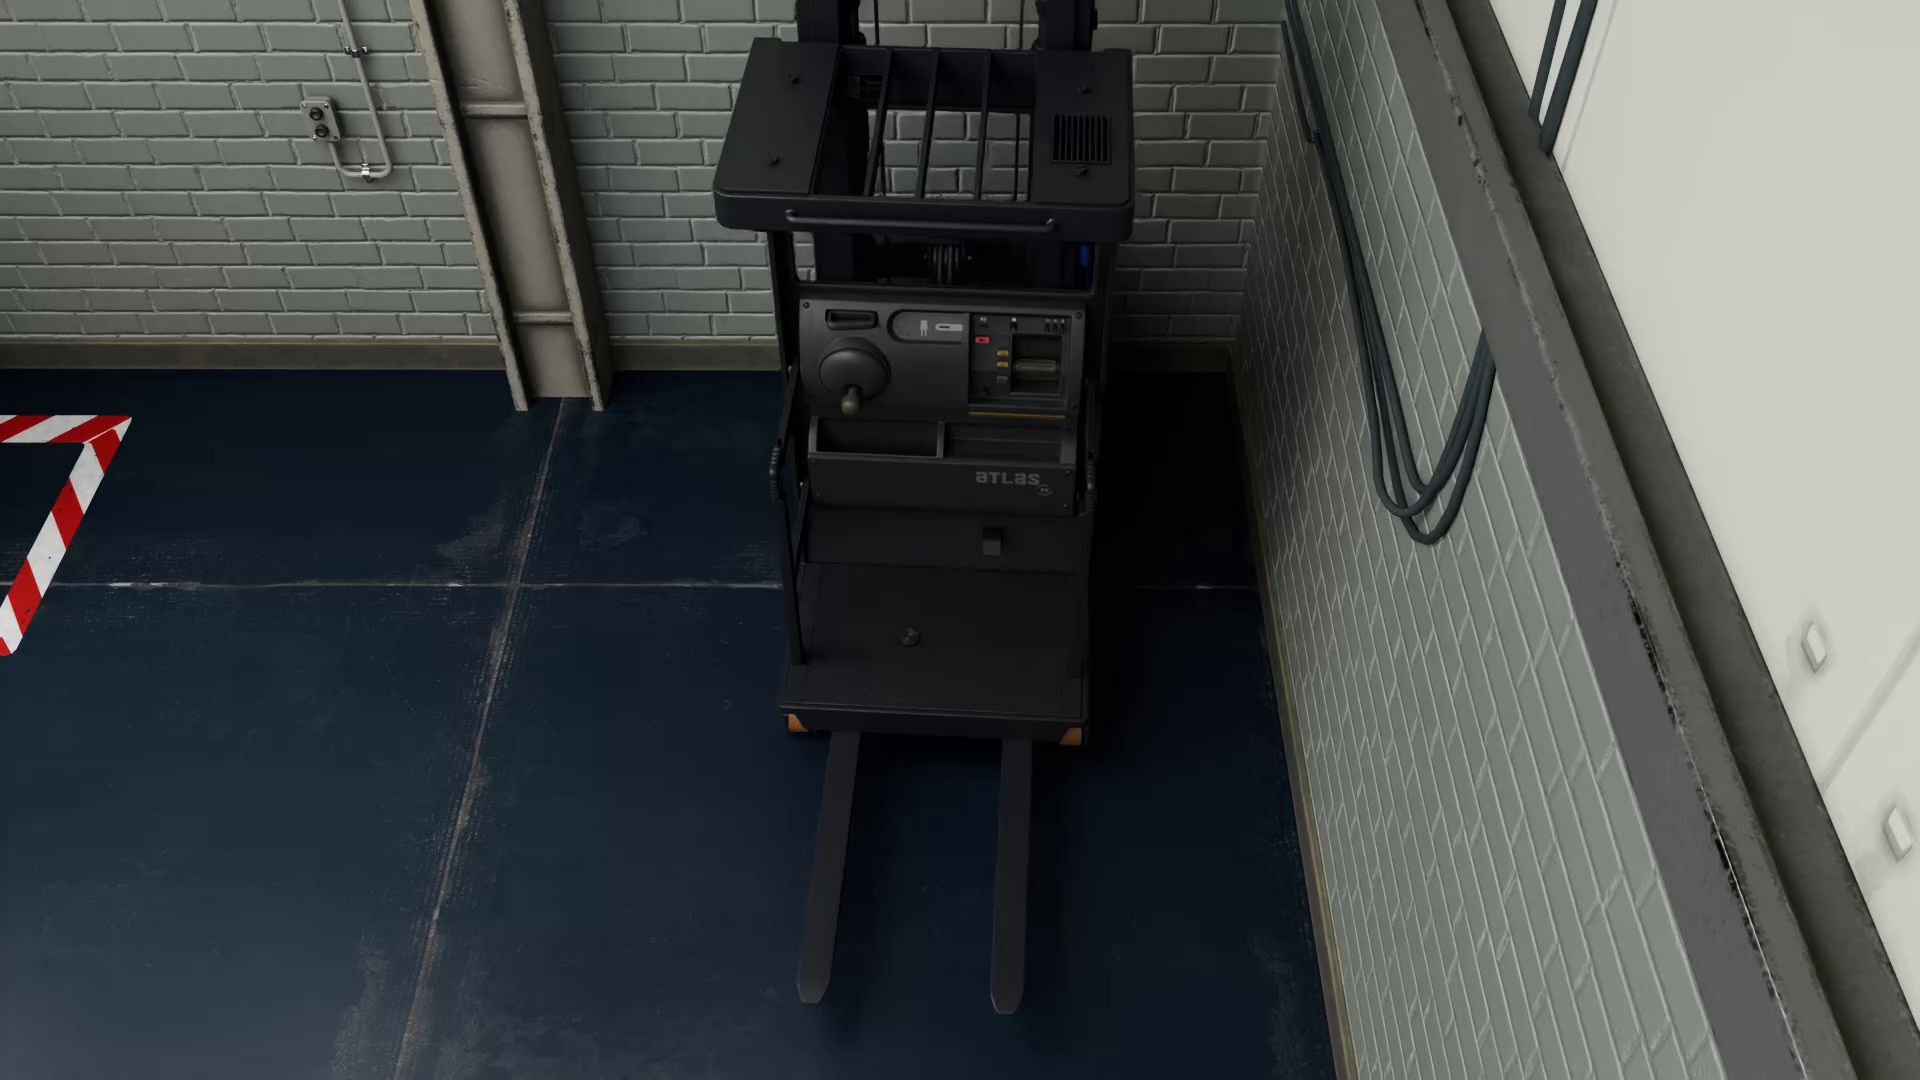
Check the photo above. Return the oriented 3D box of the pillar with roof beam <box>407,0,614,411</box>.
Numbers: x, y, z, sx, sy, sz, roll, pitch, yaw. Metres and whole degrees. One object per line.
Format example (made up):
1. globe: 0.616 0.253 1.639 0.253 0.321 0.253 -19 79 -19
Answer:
1. pillar with roof beam: -1.785 -0.601 1.242 0.400 9.000 9.100 0 47 0

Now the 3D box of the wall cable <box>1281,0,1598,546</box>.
1. wall cable: 1.182 -1.791 4.472 0.112 2.526 3.097 0 47 0

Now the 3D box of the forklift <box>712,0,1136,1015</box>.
1. forklift: -0.070 -0.497 5.291 1.130 2.935 3.031 3 47 2

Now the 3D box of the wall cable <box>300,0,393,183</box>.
1. wall cable: -3.189 -2.117 6.058 1.851 1.984 0.084 0 47 0
